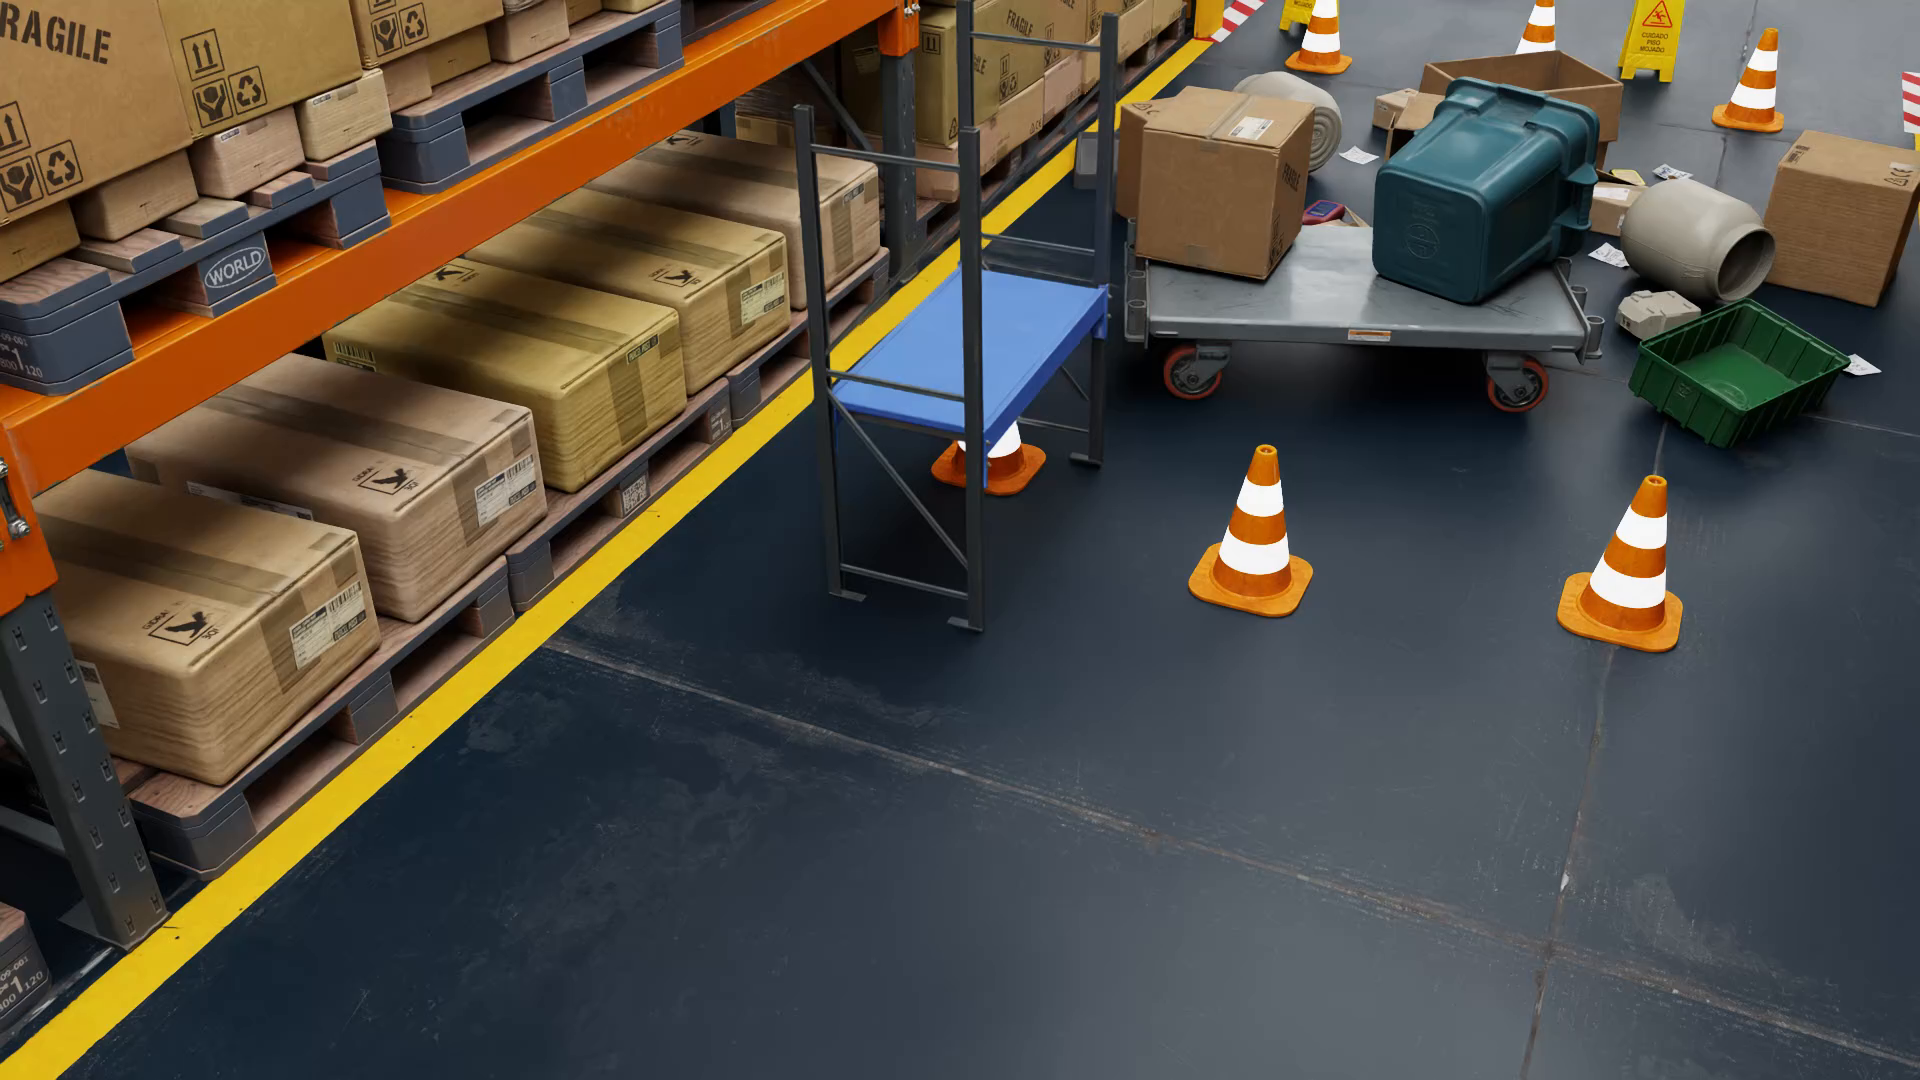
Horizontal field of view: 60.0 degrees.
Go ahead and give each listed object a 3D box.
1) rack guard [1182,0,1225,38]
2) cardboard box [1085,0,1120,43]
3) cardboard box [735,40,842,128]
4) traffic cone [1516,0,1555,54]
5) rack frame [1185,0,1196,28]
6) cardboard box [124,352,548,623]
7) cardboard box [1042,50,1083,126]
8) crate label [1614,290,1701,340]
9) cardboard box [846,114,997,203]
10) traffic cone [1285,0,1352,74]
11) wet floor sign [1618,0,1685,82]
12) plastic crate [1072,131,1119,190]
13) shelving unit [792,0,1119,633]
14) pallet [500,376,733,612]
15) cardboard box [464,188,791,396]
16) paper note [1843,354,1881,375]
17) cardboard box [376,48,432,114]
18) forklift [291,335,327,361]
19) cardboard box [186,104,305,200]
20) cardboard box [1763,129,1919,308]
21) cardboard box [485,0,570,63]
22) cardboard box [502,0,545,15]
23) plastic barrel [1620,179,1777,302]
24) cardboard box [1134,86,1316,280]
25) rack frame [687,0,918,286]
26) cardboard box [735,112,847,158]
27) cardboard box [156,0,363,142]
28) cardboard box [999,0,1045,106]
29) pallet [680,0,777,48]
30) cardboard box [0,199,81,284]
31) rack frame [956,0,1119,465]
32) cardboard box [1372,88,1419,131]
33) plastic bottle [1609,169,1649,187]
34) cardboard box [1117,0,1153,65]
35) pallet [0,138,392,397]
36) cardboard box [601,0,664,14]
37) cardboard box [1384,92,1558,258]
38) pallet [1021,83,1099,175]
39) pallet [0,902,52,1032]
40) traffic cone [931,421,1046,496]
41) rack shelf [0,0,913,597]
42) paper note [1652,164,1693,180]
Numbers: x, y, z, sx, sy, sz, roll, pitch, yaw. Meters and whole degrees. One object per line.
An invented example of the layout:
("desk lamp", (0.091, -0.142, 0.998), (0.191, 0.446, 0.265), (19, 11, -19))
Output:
("rack guard", (0.987, -3.354, 9.909), (1.175, 0.500, 0.348), (14, 36, 20))
("cardboard box", (0.488, -2.807, 8.236), (0.500, 0.500, 0.500), (13, 36, 19))
("cardboard box", (-0.651, -2.140, 7.219), (0.500, 0.500, 0.500), (14, 36, 20))
("traffic cone", (3.161, -2.781, 9.069), (0.336, 0.463, 0.334), (14, 36, 20))
("rack frame", (1.019, -4.437, 9.281), (1.000, 3.000, 0.127), (14, 36, 20))
("cardboard box", (-1.781, -0.178, 4.799), (0.950, 0.372, 0.625), (13, 36, 20))
("cardboard box", (0.270, -2.236, 8.049), (0.500, 0.250, 0.500), (14, 36, 20))
("crate label", (2.708, -0.863, 6.441), (0.298, 0.136, 0.250), (-9, 34, -13))
("cardboard box", (-0.163, -1.702, 7.235), (0.500, 0.250, 0.500), (13, 35, 18))
("traffic cone", (2.010, -2.866, 9.199), (0.336, 0.463, 0.334), (14, 36, 20))
("wet floor sign", (3.771, -2.836, 8.986), (0.267, 0.644, 0.232), (8, 34, 12))
("plastic crate", (0.747, -1.818, 7.949), (0.402, 0.080, 0.583), (3, 33, 4))
("shelving unit", (0.032, -0.676, 4.893), (0.538, 1.500, 1.048), (13, 36, 20))
("pallet", (-1.488, -0.281, 5.486), (1.003, 0.211, 1.213), (14, 36, 20))
("cardboard box", (-1.170, -0.901, 5.902), (0.950, 0.372, 0.625), (16, 37, 23))
("paper note", (3.342, -0.661, 6.229), (0.147, 0.020, 0.142), (-9, 34, -13))
("cardboard box", (-1.554, -1.171, 4.147), (0.380, 0.149, 0.250), (16, 37, 23))
("forklift", (-3.382, -2.420, 6.268), (1.130, 2.935, 3.031), (-29, 43, -36))
("cardboard box", (-1.718, -0.901, 3.735), (0.380, 0.149, 0.250), (12, 35, 17))
("cardboard box", (3.601, -1.324, 6.811), (0.500, 0.500, 0.500), (21, 39, 28))
("cardboard box", (-1.303, -1.436, 4.551), (0.380, 0.149, 0.250), (15, 36, 22))
("cardboard box", (-1.286, -1.740, 4.422), (0.500, 0.500, 0.500), (13, 35, 19))
("plastic barrel", (2.965, -1.199, 6.692), (0.421, 0.421, 0.512), (-15, 36, -21))
("cardboard box", (0.974, -1.323, 6.121), (0.500, 0.500, 0.500), (14, 36, 20))
("rack frame", (-0.655, -2.445, 6.243), (1.000, 3.000, 0.127), (14, 36, 20))
("cardboard box", (-0.652, -1.827, 7.425), (0.500, 0.250, 0.500), (16, 36, 23))
("cardboard box", (-1.718, -1.227, 3.640), (0.500, 0.500, 0.500), (16, 37, 23))
("cardboard box", (0.051, -2.285, 7.440), (0.500, 0.500, 0.500), (16, 36, 22))
("pallet", (-1.107, -2.017, 5.766), (1.003, 0.211, 1.213), (14, 36, 20))
("cardboard box", (-2.023, -0.642, 3.340), (0.380, 0.149, 0.250), (12, 35, 18))
("rack frame", (0.236, -0.937, 5.279), (0.500, 1.500, 0.032), (13, 36, 20))
("cardboard box", (2.305, -2.129, 8.361), (0.250, 0.149, 0.380), (-21, 39, -29))
("plastic bottle", (3.099, -1.636, 7.690), (0.133, 0.061, 0.283), (3, 33, 4))
("cardboard box", (0.701, -2.742, 8.821), (0.500, 0.250, 0.500), (14, 36, 21))
("pallet", (-2.127, -0.752, 3.836), (1.213, 0.211, 1.003), (14, 36, 20))
("cardboard box", (-1.059, -1.691, 4.939), (0.380, 0.149, 0.250), (14, 36, 20))
("cardboard box", (2.200, -1.526, 6.995), (0.797, 0.637, 0.503), (14, 36, 20))
("pallet", (0.103, -2.231, 8.460), (1.003, 0.211, 1.213), (14, 36, 20))
("pallet", (-2.727, 1.089, 3.397), (1.003, 0.211, 1.213), (14, 36, 20))
("traffic cone", (0.098, -0.445, 5.507), (0.336, 0.463, 0.334), (14, 36, 20))
("rack shelf", (-1.492, -1.148, 4.921), (1.077, 0.370, 4.000), (14, 36, 20))
("paper note", (3.376, -1.739, 7.875), (0.144, 0.017, 0.142), (29, 43, 36))
